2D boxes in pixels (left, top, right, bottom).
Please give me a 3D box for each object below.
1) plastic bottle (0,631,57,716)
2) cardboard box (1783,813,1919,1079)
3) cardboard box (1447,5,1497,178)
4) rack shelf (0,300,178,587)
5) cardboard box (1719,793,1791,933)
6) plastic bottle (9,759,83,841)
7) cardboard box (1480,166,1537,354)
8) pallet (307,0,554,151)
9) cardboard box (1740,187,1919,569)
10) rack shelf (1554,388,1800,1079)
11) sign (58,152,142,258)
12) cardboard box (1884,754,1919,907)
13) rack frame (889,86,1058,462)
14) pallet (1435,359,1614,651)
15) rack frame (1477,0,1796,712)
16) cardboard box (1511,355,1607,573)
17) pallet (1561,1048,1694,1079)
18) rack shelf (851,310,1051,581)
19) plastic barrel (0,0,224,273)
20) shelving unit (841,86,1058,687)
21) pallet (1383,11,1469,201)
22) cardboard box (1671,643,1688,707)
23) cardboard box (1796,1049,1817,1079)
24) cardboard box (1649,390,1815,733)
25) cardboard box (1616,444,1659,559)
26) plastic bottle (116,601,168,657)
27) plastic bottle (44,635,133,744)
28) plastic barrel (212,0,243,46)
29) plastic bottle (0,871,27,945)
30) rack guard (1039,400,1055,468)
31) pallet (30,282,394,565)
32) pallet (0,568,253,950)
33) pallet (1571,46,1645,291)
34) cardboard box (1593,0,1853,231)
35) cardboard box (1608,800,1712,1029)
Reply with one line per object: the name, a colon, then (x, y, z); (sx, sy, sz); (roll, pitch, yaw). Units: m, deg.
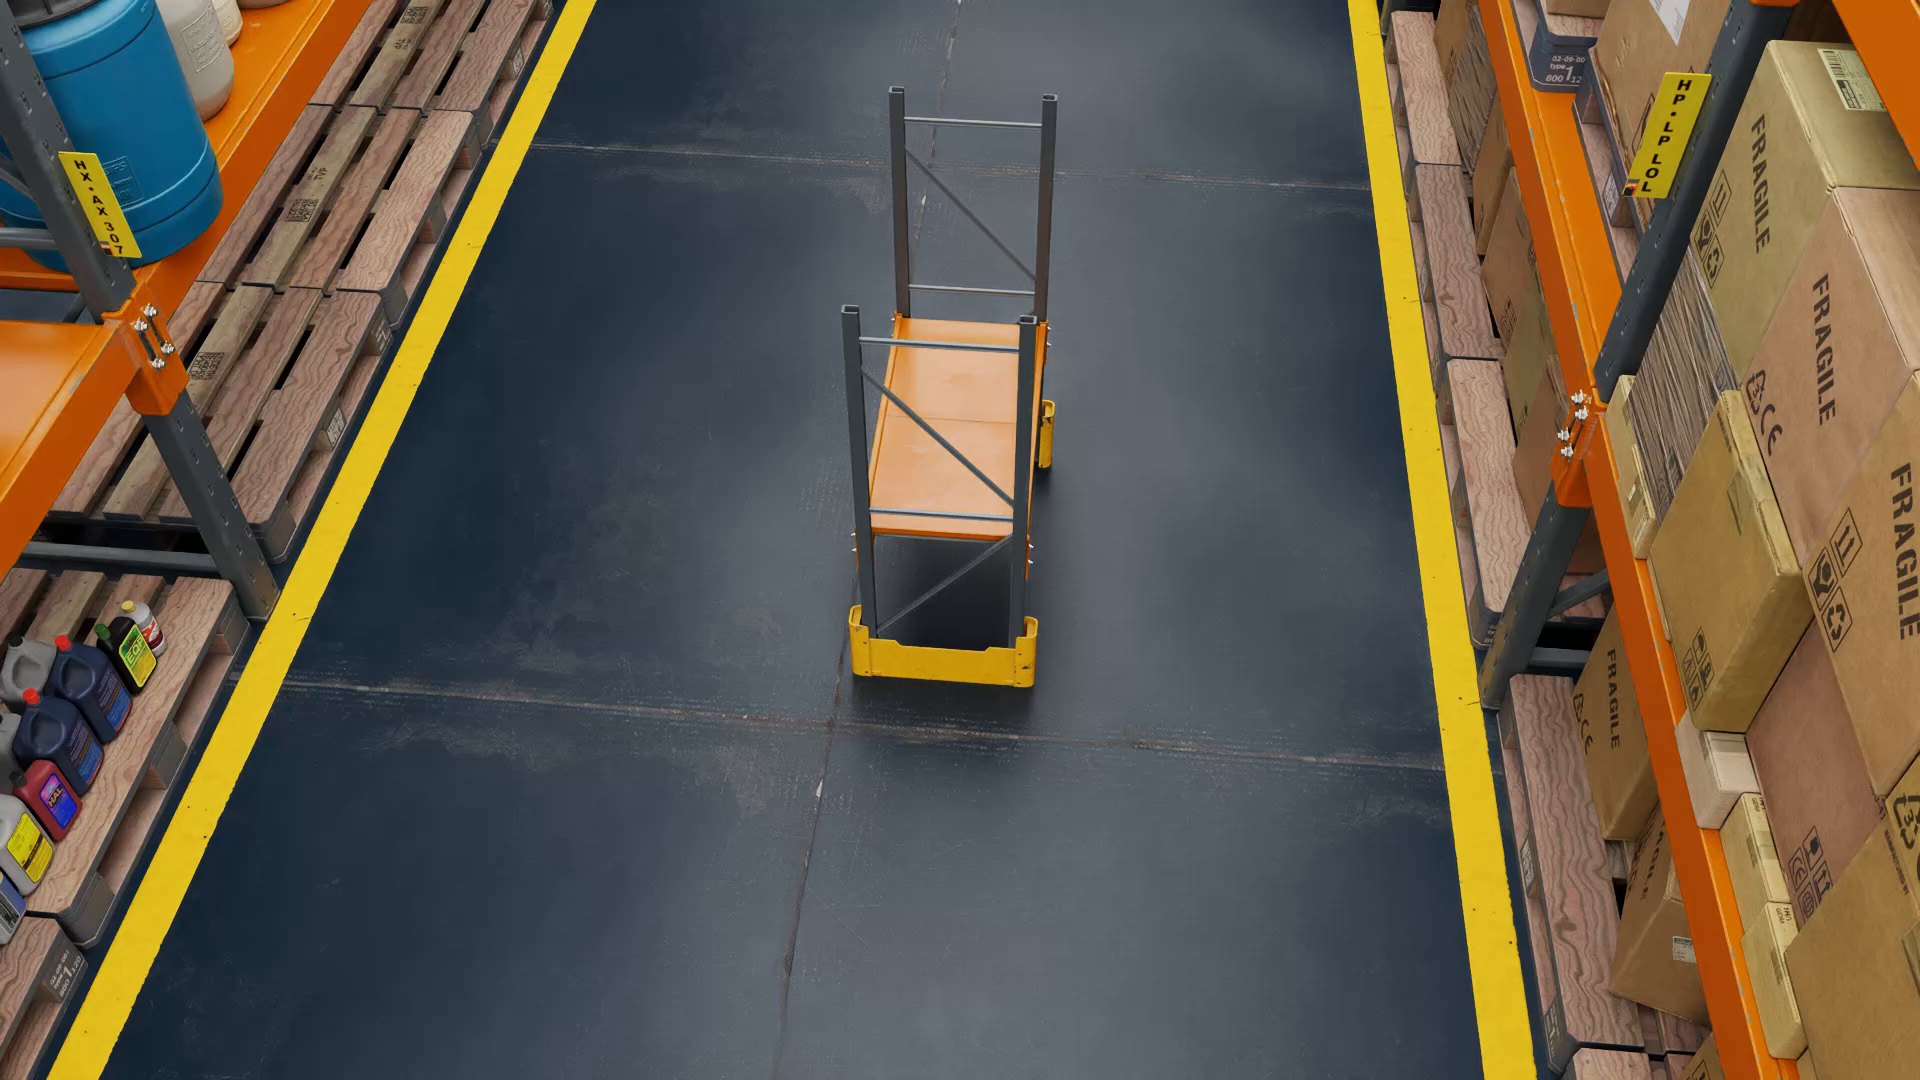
plastic bottle: (-2.696, 0.409, 4.841); (0.144, 0.351, 0.185); (4, 48, 4)
cardboard box: (1.936, 0.809, 2.708); (0.875, 0.500, 0.500); (4, 48, 4)
cardboard box: (2.437, -1.829, 6.786); (0.700, 0.500, 0.500); (0, 48, 0)
rack shelf: (-2.963, 0.893, 3.388); (1.077, 0.370, 4.000); (4, 48, 4)
cardboard box: (1.743, 0.656, 3.288); (0.380, 0.149, 0.250); (4, 48, 4)
plastic bottle: (-2.543, 0.705, 4.615); (0.061, 0.283, 0.133); (7, 48, 6)
cardboard box: (2.342, -1.002, 6.029); (0.700, 0.500, 0.500); (0, 48, 0)
pallet: (-2.525, -2.251, 7.666); (1.003, 0.211, 1.213); (4, 48, 4)
cardboard box: (1.813, -0.277, 3.024); (0.500, 0.500, 0.500); (4, 48, 4)
rack shelf: (1.969, 1.226, 3.084); (1.077, 0.370, 4.000); (4, 48, 4)
sign: (-2.234, -0.868, 4.324); (0.100, 0.325, 0.005); (4, 48, 4)
cardboard box: (1.733, 0.458, 2.351); (0.500, 0.500, 0.500); (4, 48, 4)
rack frame: (0.039, -0.817, 5.481); (0.500, 1.500, 0.032); (4, 48, 4)
pallet: (2.221, -0.118, 5.715); (1.003, 0.211, 1.213); (4, 48, 4)
rack frame: (2.152, -0.487, 4.162); (1.000, 3.000, 0.127); (4, 48, 4)
cardboard box: (2.229, -0.241, 5.334); (0.700, 0.500, 0.500); (1, 48, 1)
pallet: (2.017, 1.849, 3.916); (1.003, 0.211, 1.213); (4, 48, 4)
rack shelf: (-0.008, -0.322, 5.272); (0.538, 0.185, 1.000); (4, 48, 4)
plastic barrel: (-2.444, -1.253, 4.523); (0.600, 0.901, 0.708); (4, 48, 4)
shelving unit: (-0.007, -0.450, 5.145); (0.587, 1.500, 1.083); (4, 48, 4)
pallet: (2.443, -1.911, 7.355); (1.003, 0.211, 1.213); (4, 48, 4)
cardboard box: (1.788, 0.289, 3.624); (0.380, 0.149, 0.250); (4, 48, 4)
cardboard box: (1.732, 1.026, 2.949); (0.380, 0.149, 0.250); (4, 48, 4)
cardboard box: (1.968, 0.071, 3.383); (0.875, 0.500, 0.500); (4, 48, 4)
cardboard box: (1.797, -0.081, 3.962); (0.380, 0.149, 0.250); (4, 48, 4)
plastic bottle: (-2.503, 0.264, 5.074); (0.097, 0.201, 0.097); (0, 48, 0)
plastic bottle: (-2.552, 0.418, 4.832); (0.144, 0.351, 0.185); (3, 48, 2)
plastic barrel: (-2.507, -1.735, 5.398); (0.301, 0.262, 0.301); (0, 48, 0)
plastic bottle: (-2.618, 0.941, 4.404); (0.152, 0.276, 0.135); (5, 48, 4)
rack guard: (0.038, -0.394, 5.941); (0.587, 0.250, 0.087); (4, 48, 4)
pallet: (-2.748, -0.458, 6.026); (1.003, 0.211, 1.213); (4, 48, 4)
pallet: (-2.883, 0.612, 5.047); (1.003, 0.211, 1.213); (4, 48, 4)
pallet: (2.366, -0.974, 4.738); (1.003, 0.211, 1.213); (4, 48, 4)
cardboard box: (2.363, -1.405, 4.311); (1.000, 1.000, 1.000); (4, 48, 4)
cardboard box: (2.031, 0.928, 4.278); (0.500, 0.500, 0.500); (18, 50, 16)
